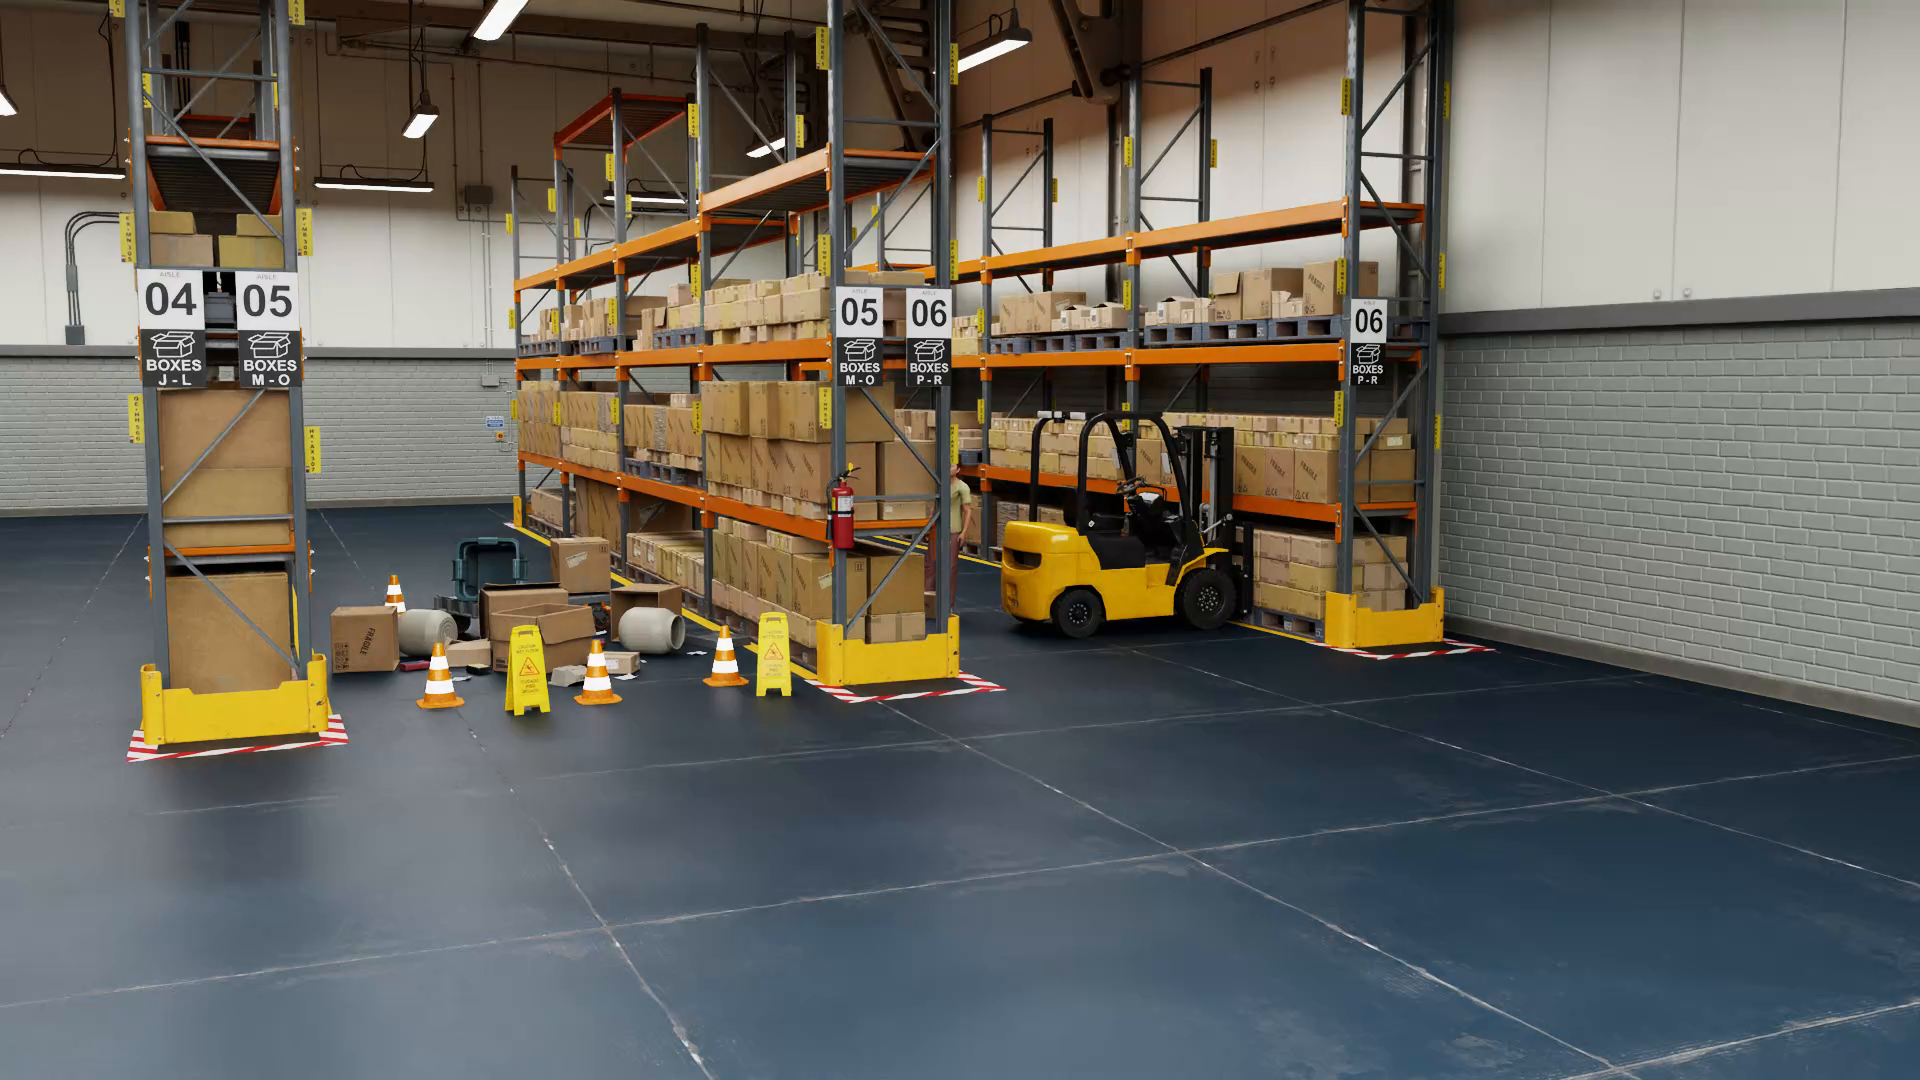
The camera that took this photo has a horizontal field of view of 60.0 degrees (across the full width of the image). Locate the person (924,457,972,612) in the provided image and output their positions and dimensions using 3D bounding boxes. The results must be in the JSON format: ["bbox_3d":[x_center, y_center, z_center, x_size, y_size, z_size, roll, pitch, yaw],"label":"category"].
[{"bbox_3d":[-0.190,-0.052,17.469,0.553,1.665,0.533,4,7,37],"label":"person"}]
